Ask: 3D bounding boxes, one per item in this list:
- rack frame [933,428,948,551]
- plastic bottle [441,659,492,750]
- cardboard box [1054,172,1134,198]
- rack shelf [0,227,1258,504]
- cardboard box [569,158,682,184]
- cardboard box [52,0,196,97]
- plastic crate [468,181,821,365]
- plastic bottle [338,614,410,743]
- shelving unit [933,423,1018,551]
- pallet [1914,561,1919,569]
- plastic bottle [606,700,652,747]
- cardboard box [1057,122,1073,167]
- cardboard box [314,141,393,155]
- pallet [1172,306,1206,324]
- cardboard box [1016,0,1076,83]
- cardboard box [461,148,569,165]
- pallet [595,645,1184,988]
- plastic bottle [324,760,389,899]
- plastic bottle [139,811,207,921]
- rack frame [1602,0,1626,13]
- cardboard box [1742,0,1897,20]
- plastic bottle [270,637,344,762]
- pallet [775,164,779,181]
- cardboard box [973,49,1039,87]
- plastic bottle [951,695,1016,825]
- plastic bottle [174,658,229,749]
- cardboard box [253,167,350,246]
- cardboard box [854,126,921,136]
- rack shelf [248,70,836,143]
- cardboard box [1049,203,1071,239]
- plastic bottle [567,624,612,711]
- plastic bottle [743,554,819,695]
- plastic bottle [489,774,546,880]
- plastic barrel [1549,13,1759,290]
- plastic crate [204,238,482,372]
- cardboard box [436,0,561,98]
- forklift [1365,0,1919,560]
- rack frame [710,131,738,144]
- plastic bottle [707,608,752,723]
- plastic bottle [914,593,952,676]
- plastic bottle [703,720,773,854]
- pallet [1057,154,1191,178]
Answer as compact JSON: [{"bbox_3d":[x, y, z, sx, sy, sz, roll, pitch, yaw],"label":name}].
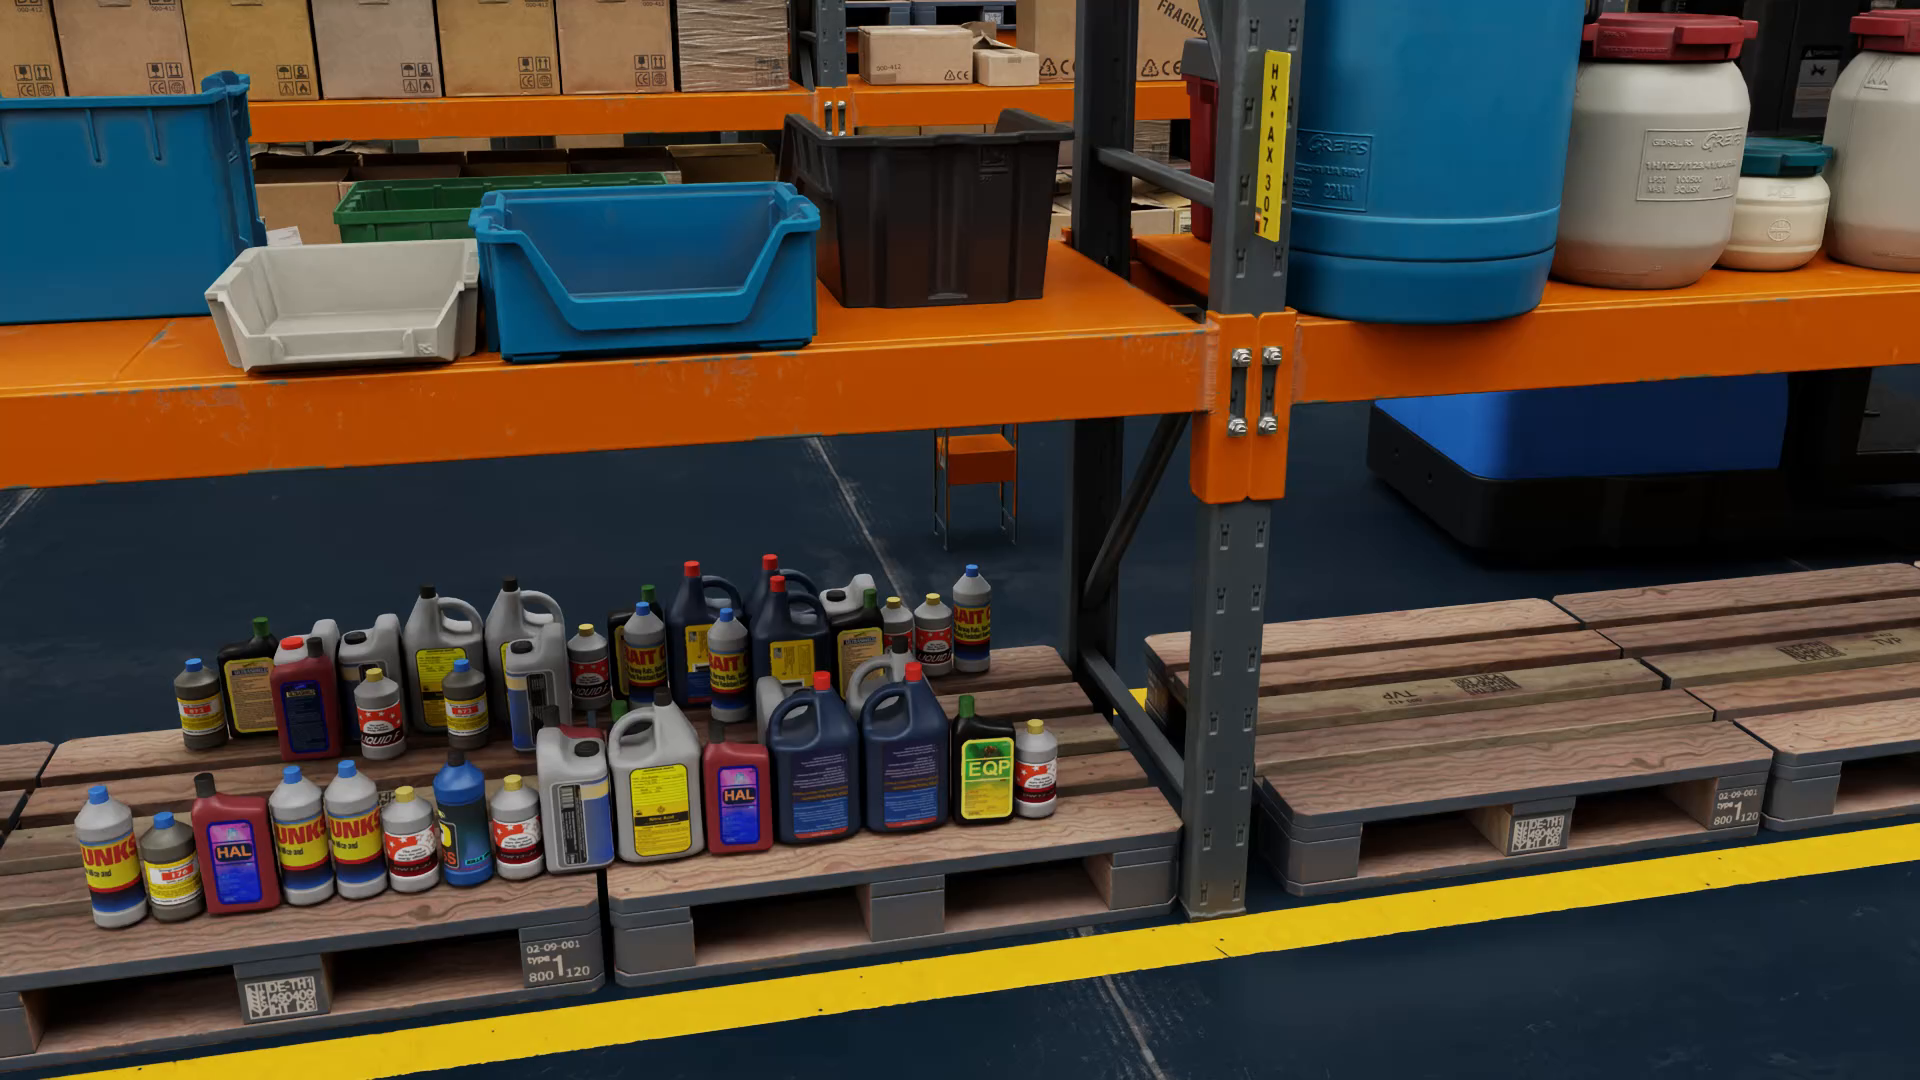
[{"bbox_3d":[-0.067,-0.488,5.619,0.008,1.050,0.200,-5,21,-12],"label":"rack frame"},{"bbox_3d":[-1.147,0.375,3.860,0.097,0.201,0.097,0,20,0],"label":"plastic bottle"},{"bbox_3d":[0.625,-1.796,8.928,0.500,0.311,0.500,-5,21,-13],"label":"cardboard box"},{"bbox_3d":[-1.505,-0.262,3.215,4.000,0.370,1.077,-5,21,-12],"label":"rack shelf"},{"bbox_3d":[-1.585,-1.529,7.925,0.500,0.500,0.500,-5,21,-12],"label":"cardboard box"},{"bbox_3d":[-3.620,-2.223,7.376,0.500,0.500,0.700,-4,21,-11],"label":"cardboard box"},{"bbox_3d":[-0.573,-0.510,3.061,0.616,0.251,0.499,-5,21,-12],"label":"plastic crate"},{"bbox_3d":[-1.378,0.317,3.909,0.135,0.276,0.152,-5,21,-14],"label":"plastic bottle"},{"bbox_3d":[0.052,-0.497,5.646,0.252,1.050,0.215,-5,21,-12],"label":"shelving unit"},{"bbox_3d":[3.571,0.283,4.735,1.213,0.211,1.003,-5,21,-12],"label":"pallet"},{"bbox_3d":[-0.668,0.467,3.489,0.133,0.283,0.061,-5,21,-12],"label":"plastic bottle"},{"bbox_3d":[0.838,-3.347,13.586,0.500,0.500,0.700,-5,21,-13],"label":"cardboard box"},{"bbox_3d":[-4.482,-2.772,12.289,0.500,0.311,0.500,-3,20,-8],"label":"cardboard box"},{"bbox_3d":[1.203,-1.276,8.992,1.213,0.211,1.003,-5,21,-12],"label":"pallet"},{"bbox_3d":[0.569,-2.560,8.298,0.500,0.500,0.500,-3,20,-9],"label":"cardboard box"},{"bbox_3d":[-2.191,-1.664,8.292,0.500,0.500,0.500,-5,21,-12],"label":"cardboard box"},{"bbox_3d":[-0.222,0.590,3.896,1.213,0.211,1.003,-5,21,-12],"label":"pallet"},{"bbox_3d":[-1.184,0.559,3.255,0.097,0.271,0.097,0,20,0],"label":"plastic bottle"},{"bbox_3d":[-1.514,0.619,3.194,0.097,0.201,0.097,0,20,0],"label":"plastic bottle"},{"bbox_3d":[3.198,-2.733,8.915,0.127,3.000,1.000,-5,21,-12],"label":"rack frame"},{"bbox_3d":[4.719,-3.073,9.087,0.500,0.500,0.700,-1,20,-2],"label":"cardboard box"},{"bbox_3d":[-1.488,0.360,3.780,0.133,0.283,0.061,-5,21,-12],"label":"plastic bottle"},{"bbox_3d":[-1.081,-2.827,13.225,1.213,0.211,1.003,-5,21,-12],"label":"pallet"},{"bbox_3d":[0.215,-2.300,8.098,0.250,0.149,0.380,-5,21,-12],"label":"cardboard box"},{"bbox_3d":[0.049,0.459,3.509,0.133,0.283,0.061,-4,20,-10],"label":"plastic bottle"},{"bbox_3d":[-1.765,0.374,3.862,0.097,0.201,0.097,0,20,0],"label":"plastic bottle"},{"bbox_3d":[-3.044,-1.410,7.600,0.500,0.500,0.500,-5,21,-12],"label":"cardboard box"},{"bbox_3d":[-0.634,-3.229,13.262,0.500,0.500,0.700,-5,21,-14],"label":"cardboard box"},{"bbox_3d":[-2.641,-1.920,7.742,4.000,0.370,1.077,-5,21,-12],"label":"rack shelf"},{"bbox_3d":[0.253,-1.573,8.320,0.500,0.311,0.500,-5,21,-13],"label":"cardboard box"},{"bbox_3d":[-0.904,0.304,4.053,0.097,0.201,0.097,0,20,0],"label":"plastic bottle"},{"bbox_3d":[-0.439,0.204,4.108,0.185,0.351,0.144,-4,21,-11],"label":"plastic bottle"},{"bbox_3d":[-0.888,0.568,3.333,0.097,0.201,0.097,0,20,0],"label":"plastic bottle"},{"bbox_3d":[1.423,-0.824,3.506,0.433,0.535,0.433,0,20,0],"label":"plastic barrel"},{"bbox_3d":[-1.080,-0.421,2.986,0.437,0.136,0.530,-5,21,-12],"label":"plastic crate"},{"bbox_3d":[-2.126,-2.344,7.707,0.500,0.500,0.700,-4,21,-12],"label":"cardboard box"},{"bbox_3d":[3.119,-1.520,5.702,3.031,2.935,1.130,-3,20,-7],"label":"forklift"},{"bbox_3d":[-1.838,-4.074,12.576,0.127,3.000,1.000,-5,21,-12],"label":"rack frame"},{"bbox_3d":[-0.553,0.293,3.980,0.097,0.271,0.097,0,20,0],"label":"plastic bottle"},{"bbox_3d":[-0.068,0.236,4.239,0.097,0.201,0.097,0,20,0],"label":"plastic bottle"},{"bbox_3d":[-0.455,0.500,3.397,0.133,0.283,0.061,-3,20,-9],"label":"plastic bottle"},{"bbox_3d":[1.294,-3.020,13.752,1.213,0.211,1.003,-5,21,-12],"label":"pallet"}]
